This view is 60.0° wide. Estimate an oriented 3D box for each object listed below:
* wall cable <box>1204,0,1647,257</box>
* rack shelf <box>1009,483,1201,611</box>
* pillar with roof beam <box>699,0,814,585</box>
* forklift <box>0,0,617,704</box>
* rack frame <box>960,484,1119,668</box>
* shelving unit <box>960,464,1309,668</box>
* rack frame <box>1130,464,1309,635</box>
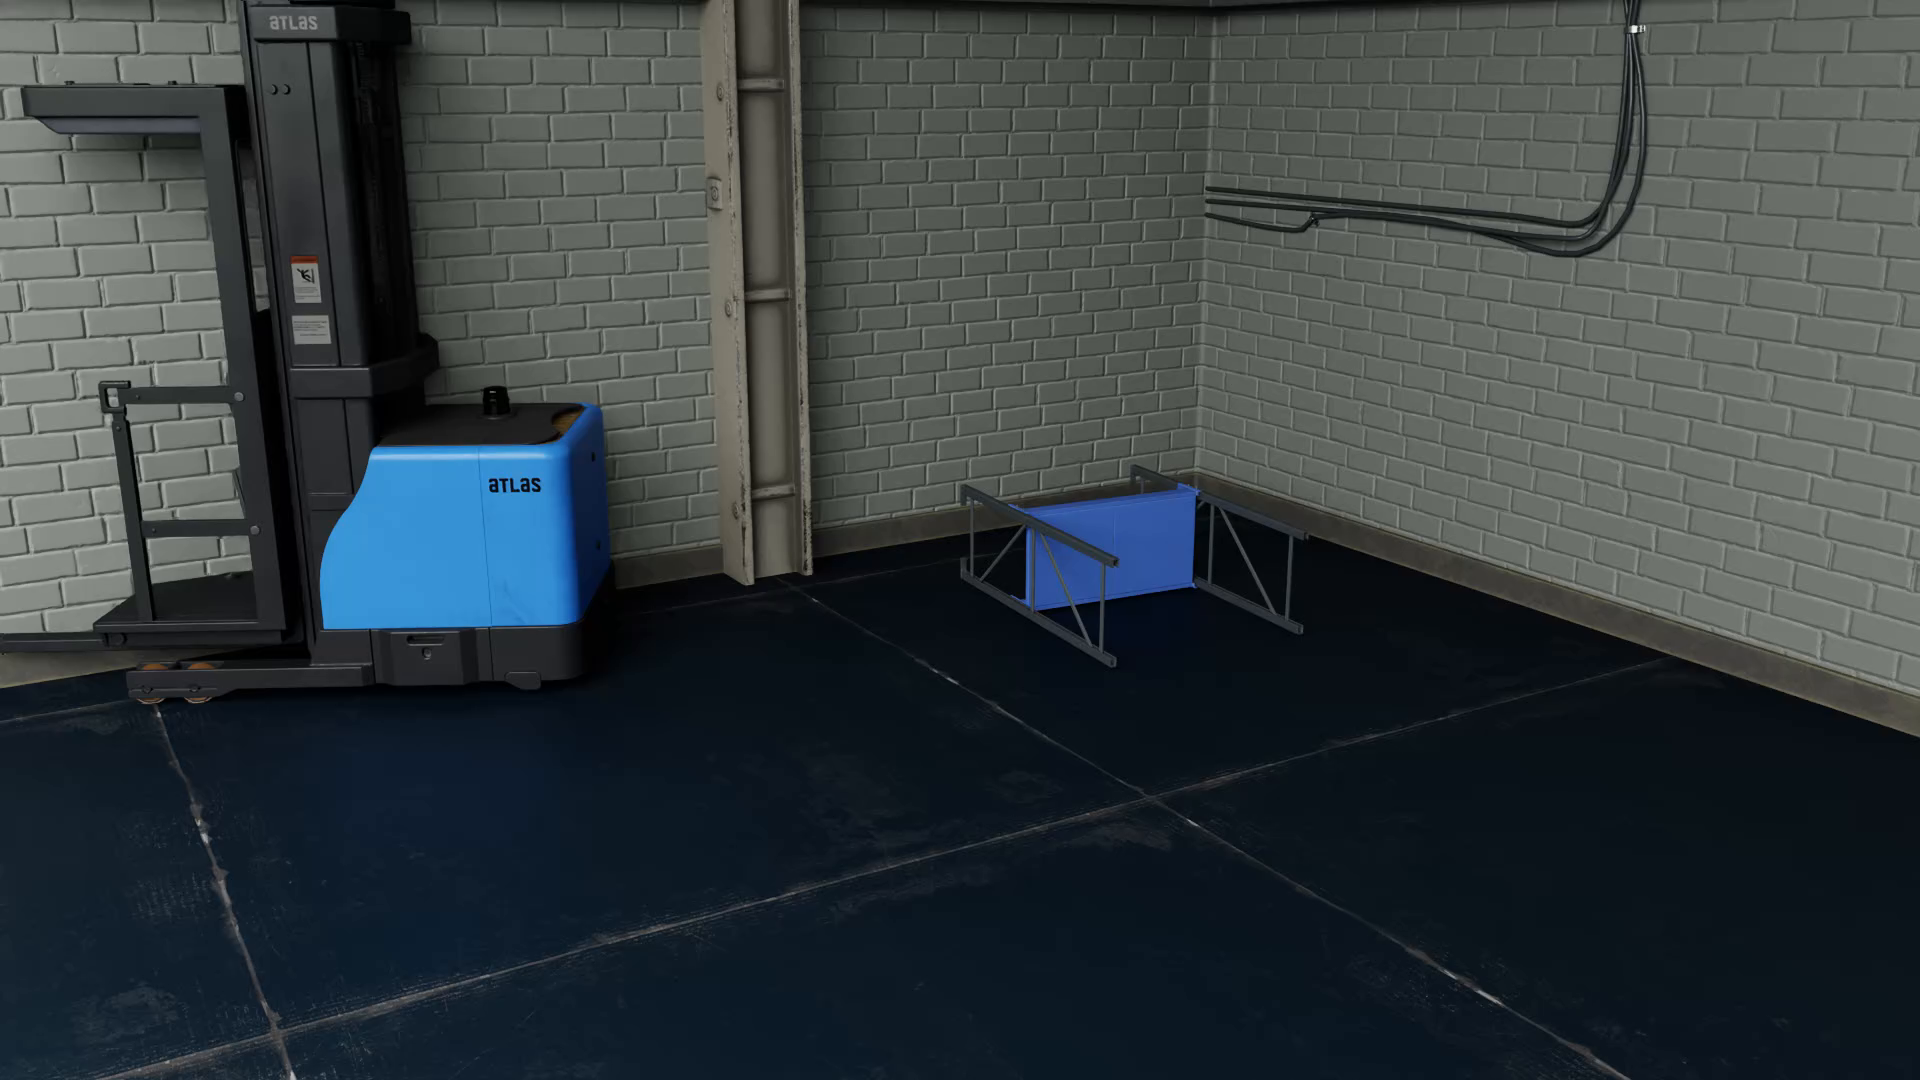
[{"bbox_3d":[2.188,-2.770,8.371,0.112,2.526,3.097,-9,18,-30],"label":"wall cable"},{"bbox_3d":[0.723,0.035,8.289,1.000,0.538,0.185,-8,17,-25],"label":"rack shelf"},{"bbox_3d":[1.199,-3.165,4.030,0.400,9.000,9.100,-9,18,-30],"label":"pillar with roof beam"},{"bbox_3d":[-3.129,-0.870,7.084,3.031,2.935,1.130,-1,16,-3],"label":"forklift"},{"bbox_3d":[0.346,0.139,7.918,0.032,0.500,1.500,-8,17,-25],"label":"rack frame"},{"bbox_3d":[0.803,0.078,8.133,1.048,0.538,1.500,-8,17,-25],"label":"shelving unit"},{"bbox_3d":[1.259,0.018,8.348,0.032,0.500,1.500,-8,17,-25],"label":"rack frame"}]
